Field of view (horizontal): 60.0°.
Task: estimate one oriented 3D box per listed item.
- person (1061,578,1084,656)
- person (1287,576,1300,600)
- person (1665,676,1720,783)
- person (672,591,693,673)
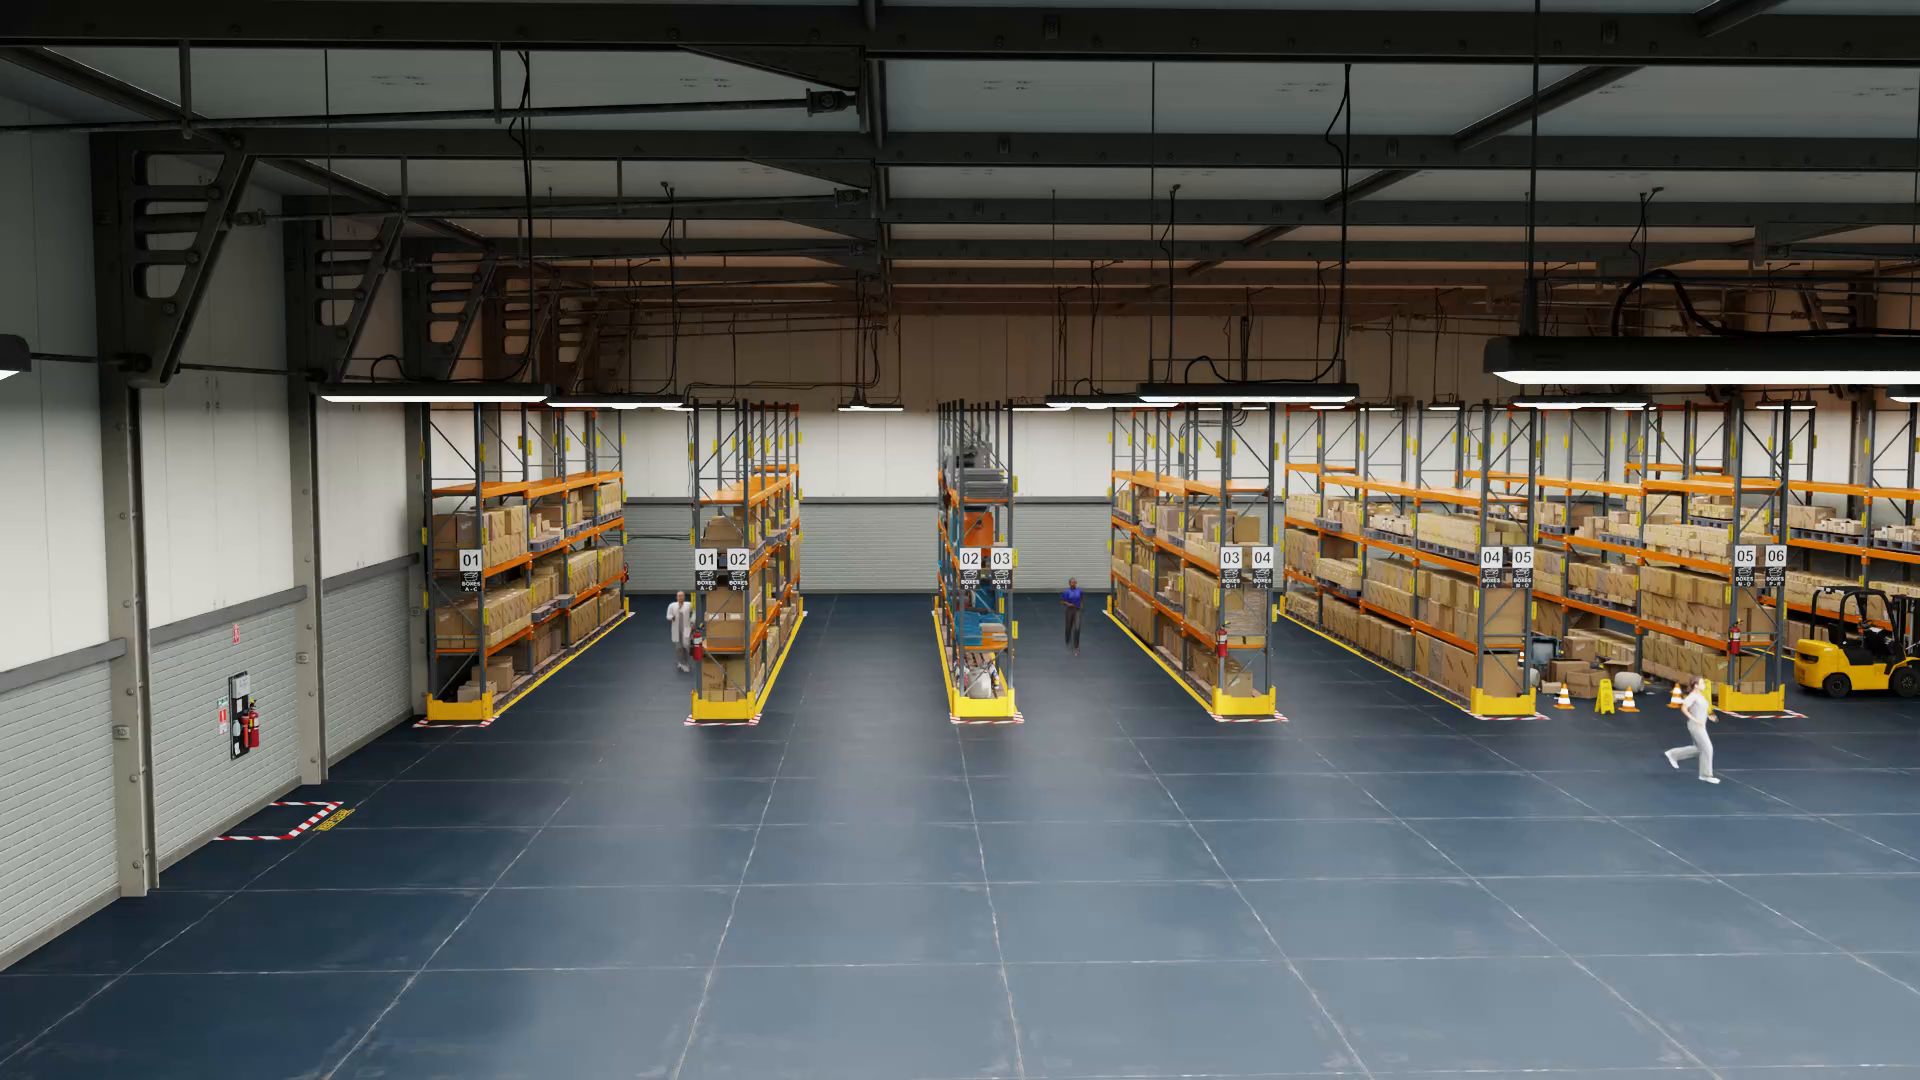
[{"bbox_3d":[2.600,1.751,38.189,0.576,1.756,0.703,-1,4,-7],"label":"person"},{"bbox_3d":[9.838,1.220,49.032,0.517,1.601,0.647,-1,4,-8],"label":"person"},{"bbox_3d":[11.459,2.938,25.982,0.818,1.660,0.566,3,5,33],"label":"person"},{"bbox_3d":[-6.190,2.046,36.959,0.616,1.810,0.828,0,4,-3],"label":"person"}]
